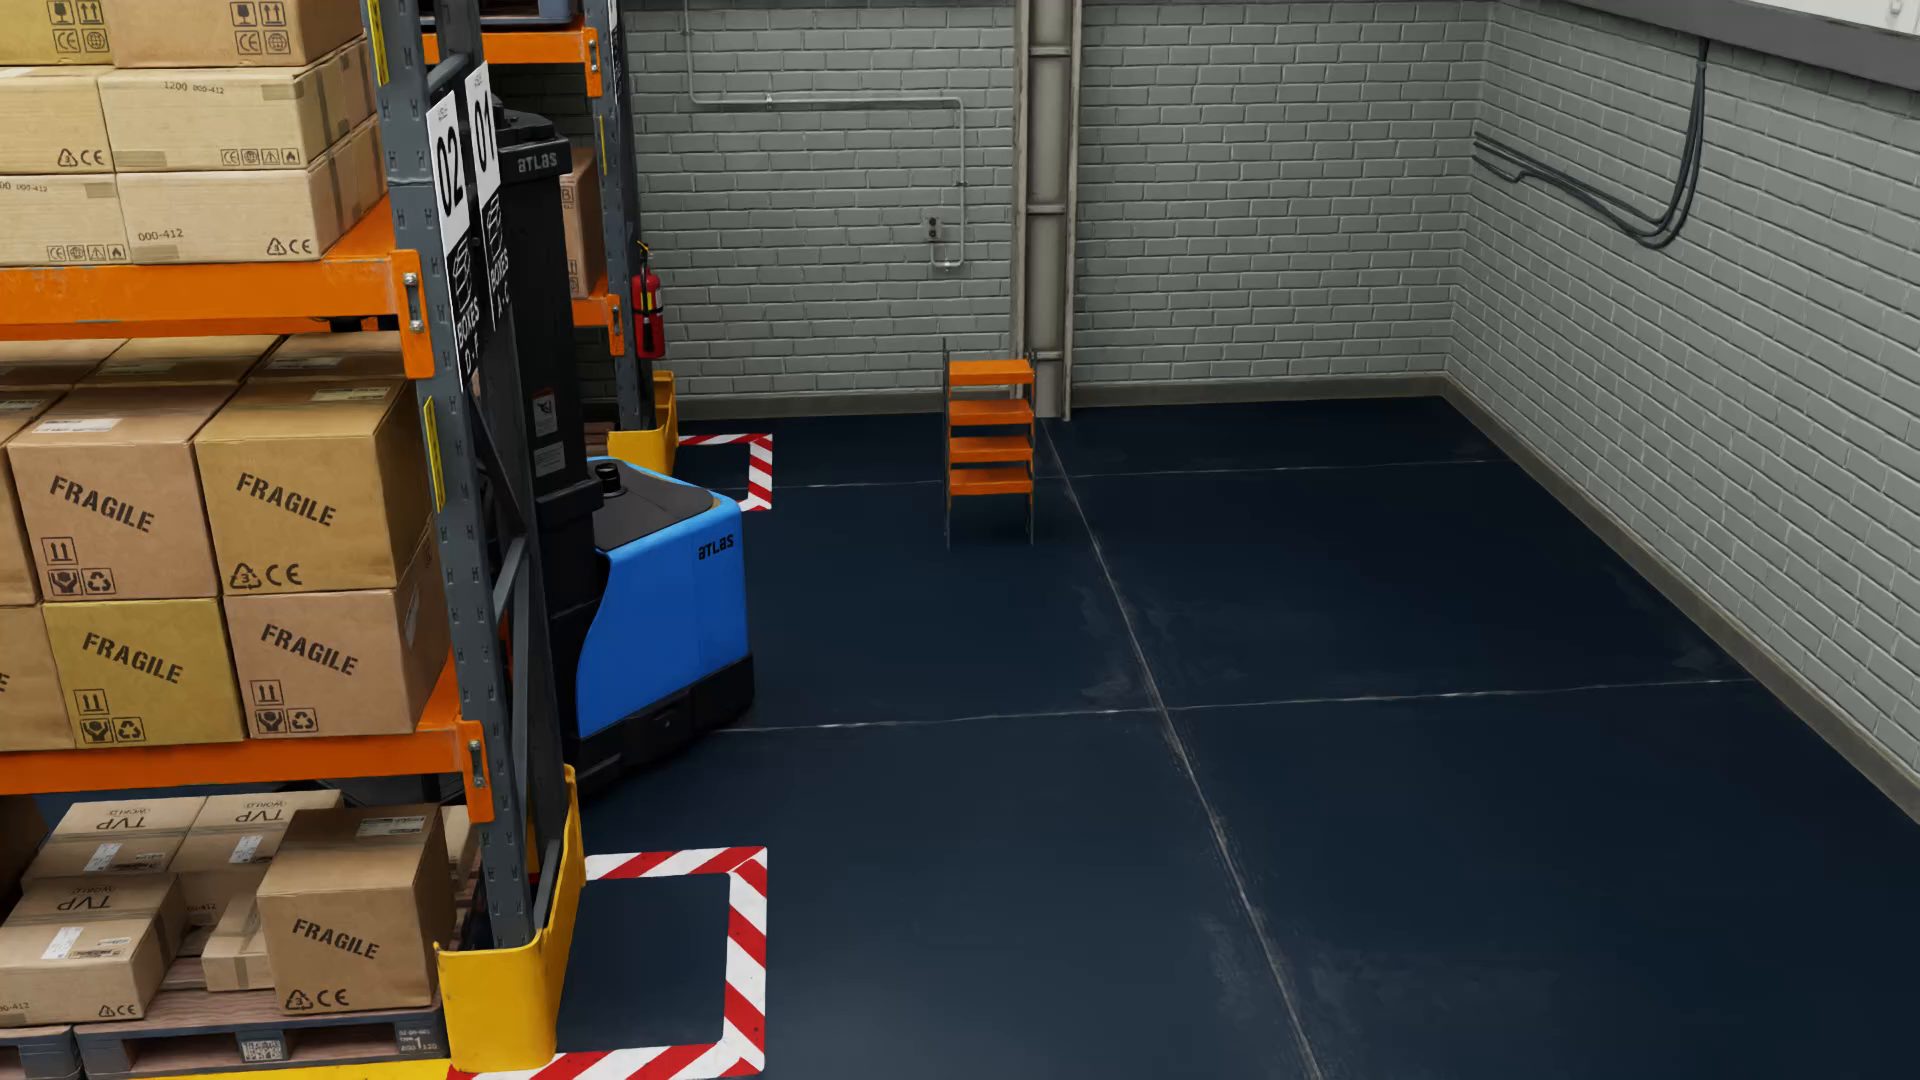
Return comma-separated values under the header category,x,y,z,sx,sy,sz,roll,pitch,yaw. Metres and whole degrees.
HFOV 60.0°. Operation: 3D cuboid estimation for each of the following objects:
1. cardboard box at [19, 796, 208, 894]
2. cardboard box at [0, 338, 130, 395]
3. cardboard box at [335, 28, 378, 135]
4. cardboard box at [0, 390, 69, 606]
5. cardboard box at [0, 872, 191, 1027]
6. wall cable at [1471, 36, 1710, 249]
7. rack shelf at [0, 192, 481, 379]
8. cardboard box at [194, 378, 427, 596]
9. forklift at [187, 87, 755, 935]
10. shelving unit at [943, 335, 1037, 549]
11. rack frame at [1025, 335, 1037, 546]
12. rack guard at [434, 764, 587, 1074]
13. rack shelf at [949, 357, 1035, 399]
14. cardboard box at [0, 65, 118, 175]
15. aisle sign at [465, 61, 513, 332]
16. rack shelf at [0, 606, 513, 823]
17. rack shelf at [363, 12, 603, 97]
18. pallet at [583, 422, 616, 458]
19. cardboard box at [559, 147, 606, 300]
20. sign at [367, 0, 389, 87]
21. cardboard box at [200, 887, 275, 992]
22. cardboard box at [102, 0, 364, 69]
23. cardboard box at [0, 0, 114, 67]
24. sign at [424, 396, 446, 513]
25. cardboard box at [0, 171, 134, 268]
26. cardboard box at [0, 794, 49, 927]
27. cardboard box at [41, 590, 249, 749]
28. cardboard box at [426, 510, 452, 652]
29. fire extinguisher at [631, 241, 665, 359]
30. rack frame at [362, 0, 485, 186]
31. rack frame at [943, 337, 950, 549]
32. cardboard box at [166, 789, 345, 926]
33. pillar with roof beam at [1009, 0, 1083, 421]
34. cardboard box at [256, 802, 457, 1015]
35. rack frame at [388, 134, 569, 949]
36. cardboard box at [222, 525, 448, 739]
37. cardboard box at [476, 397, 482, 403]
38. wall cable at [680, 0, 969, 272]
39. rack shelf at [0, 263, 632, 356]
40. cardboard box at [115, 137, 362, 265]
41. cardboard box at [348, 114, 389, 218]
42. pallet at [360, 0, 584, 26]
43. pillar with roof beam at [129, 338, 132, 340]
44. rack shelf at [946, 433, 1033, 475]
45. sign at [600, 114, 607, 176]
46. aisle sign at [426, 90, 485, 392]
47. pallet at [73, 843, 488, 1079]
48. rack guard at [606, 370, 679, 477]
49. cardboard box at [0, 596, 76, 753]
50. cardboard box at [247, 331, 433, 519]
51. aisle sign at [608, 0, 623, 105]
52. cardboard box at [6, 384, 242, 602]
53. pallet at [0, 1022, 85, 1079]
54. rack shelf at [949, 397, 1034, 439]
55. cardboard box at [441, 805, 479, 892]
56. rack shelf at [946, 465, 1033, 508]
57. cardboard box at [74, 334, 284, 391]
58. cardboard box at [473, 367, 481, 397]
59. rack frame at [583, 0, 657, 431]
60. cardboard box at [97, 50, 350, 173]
category,x,y,z,sx,sy,sz,roll,pitch,yaw
cardboard box,-3.112,1.205,6.189,0.500,0.250,0.500,-2,24,-5
cardboard box,-3.033,-0.347,5.483,0.500,0.500,0.500,-2,24,-4
cardboard box,-2.085,-1.413,5.111,0.500,0.250,0.500,-2,24,-5
cardboard box,-2.982,-0.128,4.990,0.500,0.500,0.500,-2,24,-4
cardboard box,-3.013,1.405,5.739,0.500,0.250,0.500,-2,24,-5
wall cable,3.625,-3.203,9.700,0.112,2.526,3.097,-2,24,-5
rack shelf,-3.538,-0.759,4.958,4.000,0.370,1.077,-2,24,-5
cardboard box,-1.964,-0.171,5.087,0.500,0.500,0.500,-3,24,-6
forklift,-2.296,-0.197,6.584,1.130,2.935,3.031,18,30,35
shelving unit,0.165,-0.555,9.521,0.503,1.200,0.258,-2,24,-5
rack frame,0.408,-0.565,9.543,0.015,1.200,0.240,-2,24,-5
rack guard,-1.624,1.348,6.102,0.348,0.500,1.175,-2,24,-5
rack shelf,0.165,-0.914,9.362,0.480,0.148,0.258,-2,24,-5
cardboard box,-2.532,-1.184,4.597,0.500,0.250,0.500,-2,24,-5
aisle sign,-1.509,-1.107,5.346,0.004,0.787,0.394,-2,24,-5
rack shelf,-3.538,0.611,5.567,4.000,0.370,1.077,-2,24,-5
rack shelf,-4.029,-2.762,9.462,4.000,0.370,1.077,-2,24,-5
pallet,-2.827,-0.462,10.529,1.213,0.211,1.003,-2,24,-5
cardboard box,-2.545,-1.912,9.989,0.700,0.700,0.980,-1,24,-3
sign,-1.513,-1.347,4.305,0.005,0.325,0.100,-2,24,-5
cardboard box,-2.477,1.397,5.860,0.250,0.166,0.380,-2,24,-5
cardboard box,-2.058,-1.643,4.707,0.500,0.500,0.700,-2,24,-5
cardboard box,-2.564,-1.658,4.739,0.500,0.500,0.700,-2,24,-5
sign,-1.513,-0.246,4.795,0.005,0.325,0.100,-2,24,-5
cardboard box,-2.532,-0.957,4.701,0.500,0.250,0.500,-2,24,-5
cardboard box,-3.659,1.225,5.833,0.637,0.503,0.797,-2,24,-5
cardboard box,-2.483,0.307,5.243,0.500,0.500,0.500,-2,24,-5
cardboard box,-2.015,0.068,5.780,0.500,0.500,0.500,-2,24,-4
fire extinguisher,-1.843,-1.413,9.791,0.183,0.674,0.296,-2,24,-5
rack frame,-1.548,-2.539,4.382,0.127,3.000,1.000,-2,24,-5
rack frame,-0.078,-0.545,9.499,0.015,1.200,0.240,-2,24,-5
cardboard box,-2.615,1.185,6.234,0.500,0.250,0.500,-2,24,-5
pillar with roof beam,0.986,-3.258,6.001,0.400,9.000,9.100,-2,24,-5
cardboard box,-2.065,1.265,5.746,0.500,0.500,0.500,-2,24,-5
rack frame,-1.548,0.203,5.601,0.127,3.000,1.000,-2,24,-5
cardboard box,-1.967,0.285,5.293,0.500,0.500,0.500,-2,24,-4
cardboard box,-2.725,-0.781,10.374,0.500,0.500,0.700,-2,24,-5
wall cable,-0.857,-2.697,10.874,1.851,1.984,0.084,-2,24,-5
rack shelf,-4.029,-1.391,10.072,4.000,0.370,1.077,-2,24,-5
cardboard box,-2.033,-0.972,4.736,0.500,0.250,0.500,-2,24,-5
cardboard box,-2.084,-1.182,5.207,0.500,0.250,0.500,-2,24,-5
pallet,-2.776,-3.096,9.438,1.213,0.211,1.003,-2,24,-5
pillar with roof beam,-4.984,-3.019,5.462,0.400,9.000,9.100,-2,24,-5
rack shelf,0.165,-0.493,9.548,0.480,0.148,0.258,-2,24,-5
sign,-1.999,-2.217,9.327,0.005,0.325,0.100,-2,24,-5
aisle sign,-1.450,-0.864,4.800,0.004,0.787,0.394,-2,24,-5
pallet,-2.417,1.512,6.088,1.213,0.211,1.003,-2,24,-5
rack guard,-2.015,-0.658,10.615,0.348,0.500,1.175,-2,24,-5
cardboard box,-2.980,0.325,5.203,0.500,0.500,0.500,-2,24,-5
cardboard box,-2.015,-0.389,5.577,0.500,0.500,0.500,-2,24,-4
aisle sign,-1.937,-2.869,9.311,0.004,0.787,0.394,-2,24,-5
cardboard box,-2.467,-0.150,5.041,0.500,0.500,0.500,-2,24,-4
pallet,-3.628,1.560,5.981,1.213,0.211,1.003,-2,24,-5
rack shelf,0.165,-0.698,9.458,0.480,0.148,0.258,-2,24,-5
cardboard box,-1.998,1.182,6.365,0.250,0.149,0.380,-2,24,-5
rack shelf,0.165,-0.312,9.629,0.480,0.148,0.258,-2,24,-5
cardboard box,-2.535,-0.365,5.523,0.500,0.500,0.500,-2,24,-5
cardboard box,-2.835,-0.998,10.065,0.250,0.149,0.380,-3,24,-6
rack frame,-2.039,-1.799,10.105,0.127,3.000,1.000,-2,24,-5
cardboard box,-2.034,-1.204,4.642,0.500,0.250,0.500,-2,24,-5
